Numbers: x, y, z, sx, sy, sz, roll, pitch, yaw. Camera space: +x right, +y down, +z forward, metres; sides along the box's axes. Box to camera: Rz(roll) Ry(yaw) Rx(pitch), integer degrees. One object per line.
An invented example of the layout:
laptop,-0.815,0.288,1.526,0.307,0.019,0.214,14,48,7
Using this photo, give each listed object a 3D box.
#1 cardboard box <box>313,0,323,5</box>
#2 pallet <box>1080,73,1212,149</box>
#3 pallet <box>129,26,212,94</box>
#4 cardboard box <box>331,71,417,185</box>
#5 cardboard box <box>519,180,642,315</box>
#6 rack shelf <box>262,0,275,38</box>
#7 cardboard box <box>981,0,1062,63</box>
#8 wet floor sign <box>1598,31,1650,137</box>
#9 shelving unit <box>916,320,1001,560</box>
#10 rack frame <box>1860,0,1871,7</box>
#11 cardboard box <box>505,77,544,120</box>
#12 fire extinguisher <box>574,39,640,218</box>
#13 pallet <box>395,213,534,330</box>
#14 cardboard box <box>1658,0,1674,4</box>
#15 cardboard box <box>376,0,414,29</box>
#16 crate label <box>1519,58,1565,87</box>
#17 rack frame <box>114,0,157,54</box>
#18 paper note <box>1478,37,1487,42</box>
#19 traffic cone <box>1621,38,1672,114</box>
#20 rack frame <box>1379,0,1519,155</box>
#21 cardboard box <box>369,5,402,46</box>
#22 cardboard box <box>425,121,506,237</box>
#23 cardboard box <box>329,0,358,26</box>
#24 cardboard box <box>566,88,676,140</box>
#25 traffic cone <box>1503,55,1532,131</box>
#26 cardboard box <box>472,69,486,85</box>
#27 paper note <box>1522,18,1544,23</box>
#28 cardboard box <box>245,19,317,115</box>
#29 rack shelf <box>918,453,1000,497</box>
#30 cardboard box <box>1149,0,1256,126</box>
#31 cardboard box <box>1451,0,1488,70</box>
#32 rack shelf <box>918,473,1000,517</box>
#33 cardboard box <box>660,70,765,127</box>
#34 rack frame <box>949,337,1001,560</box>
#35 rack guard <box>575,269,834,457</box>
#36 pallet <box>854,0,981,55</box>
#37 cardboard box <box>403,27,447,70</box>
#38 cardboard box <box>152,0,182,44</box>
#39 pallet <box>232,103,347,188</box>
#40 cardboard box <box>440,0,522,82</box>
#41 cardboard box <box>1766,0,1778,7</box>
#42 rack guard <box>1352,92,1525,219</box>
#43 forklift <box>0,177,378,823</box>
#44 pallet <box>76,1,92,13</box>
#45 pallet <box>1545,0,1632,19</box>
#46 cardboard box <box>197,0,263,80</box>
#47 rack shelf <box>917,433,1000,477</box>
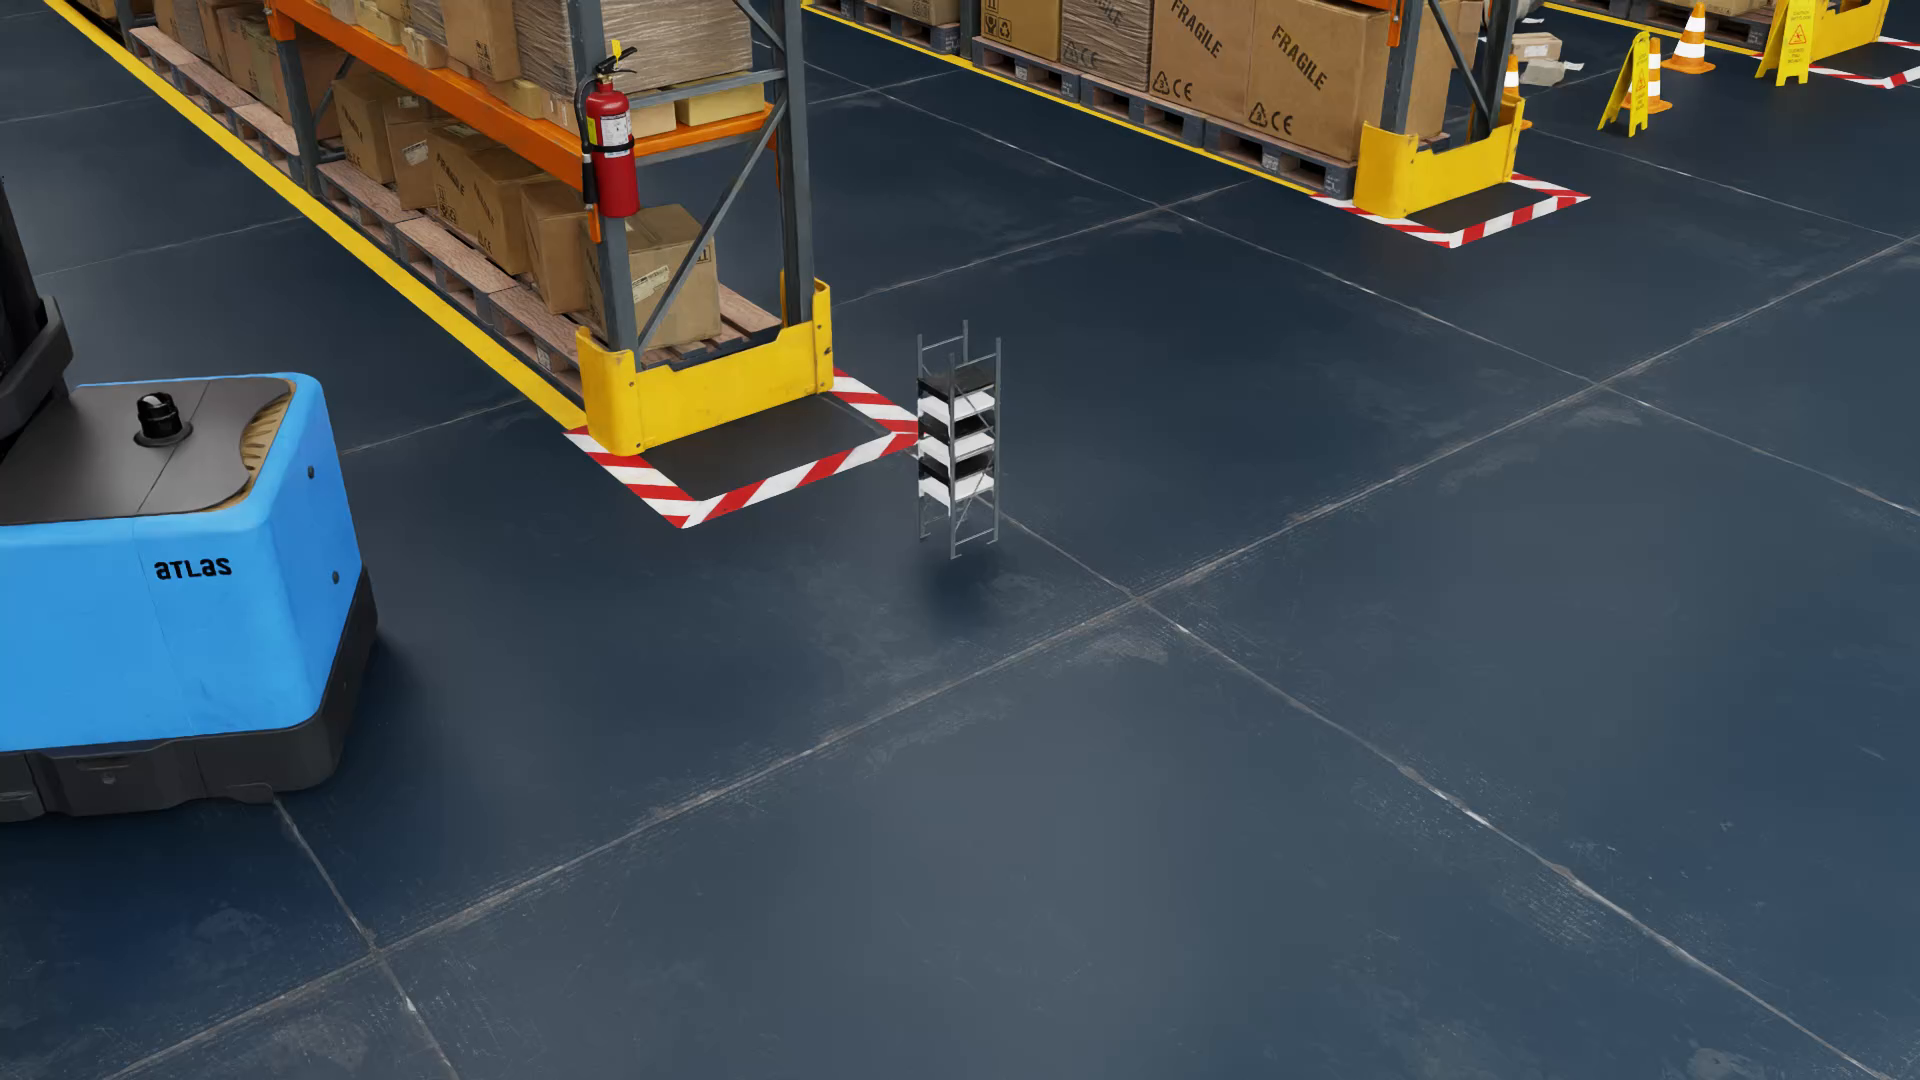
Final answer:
cardboard box,-3.336,-3.027,9.018,0.380,0.149,0.250,-22,38,-31
pallet,1.588,-3.051,11.462,1.003,0.211,1.213,-22,38,-31
pallet,-5.524,-3.680,12.476,1.003,0.211,1.213,-22,38,-31
cardboard box,-3.335,-2.461,9.840,0.500,0.500,0.500,-24,39,-33
cardboard box,-1.859,-1.477,8.256,0.500,0.500,0.500,-12,34,-19
rack shelf,-4.775,-4.052,11.113,1.077,0.370,4.000,-22,38,-31
cardboard box,0.761,-4.078,12.088,0.875,0.875,0.875,-22,38,-31
wet floor sign,4.466,-3.048,11.046,0.232,0.644,0.267,26,40,35
shelving unit,-0.005,-0.386,6.518,0.258,0.900,0.210,-22,38,-31
rack frame,6.732,-5.063,12.059,1.000,3.000,0.127,-22,38,-31
cardboard box,-1.781,-1.994,7.356,0.380,0.149,0.250,-22,38,-31
fire extinguisher,-1.390,-1.627,6.600,0.296,0.674,0.183,-22,38,-31
pallet,-2.357,-1.562,9.065,1.003,0.211,1.213,-22,38,-31
cardboard box,5.712,-4.542,13.428,0.500,0.250,0.500,-22,38,-31
cardboard box,-2.383,-2.868,8.148,0.875,0.500,0.500,-22,38,-31
crate label,4.250,-3.416,12.120,0.298,0.136,0.250,12,34,19
rack frame,-6.002,-5.191,12.265,1.000,3.000,0.127,-22,38,-31
paper note,4.178,-3.950,13.091,0.148,0.019,0.142,-10,33,-15
traffic cone,4.781,-3.247,11.539,0.336,0.463,0.334,-22,38,-31
rack frame,2.884,-3.420,9.413,1.000,3.000,0.127,-22,38,-31
cardboard box,-2.724,-2.610,8.347,0.380,0.149,0.250,-22,38,-31
cardboard box,-2.535,-1.991,9.084,0.500,0.500,0.500,-26,40,-35
cardboard box,-3.055,-2.808,8.666,0.380,0.149,0.250,-22,38,-31
cardboard box,-1.434,-1.802,7.047,0.380,0.149,0.250,-22,38,-31
traffic cone,3.680,-3.023,11.178,0.336,0.463,0.334,-22,38,-31
cardboard box,-2.042,-2.221,7.721,0.380,0.149,0.250,-22,38,-31
paper note,4.664,-4.231,13.533,0.148,0.019,0.142,18,36,27
cardboard box,-4.186,-3.117,10.877,0.700,0.500,0.500,-23,38,-32
rack shelf,-0.005,-0.281,6.583,0.258,0.077,0.200,-22,38,-31
cardboard box,1.875,-3.323,10.872,0.875,0.875,0.875,-23,39,-32
cardboard box,3.655,-3.916,12.578,0.637,0.503,0.797,6,32,10
rack shelf,-0.005,-0.204,6.631,0.258,0.077,0.200,-22,38,-31
cardboard box,-1.083,-1.946,7.278,0.380,0.149,0.250,-22,38,-31
rack frame,0.057,-0.343,6.450,0.240,0.900,0.006,-22,38,-31
rack guard,-1.143,-0.827,7.607,1.175,0.500,0.348,-22,38,-31
pallet,-0.102,-4.199,13.311,1.003,0.211,1.213,-22,38,-31
cardboard box,-2.437,-2.393,7.999,0.380,0.149,0.250,-22,38,-31
cardboard box,-5.575,-4.043,12.369,0.700,0.500,0.500,-25,39,-34
pallet,-4.028,-2.663,10.838,1.003,0.211,1.213,-22,38,-31
cardboard box,-1.813,-2.433,7.448,0.875,0.500,0.500,-22,38,-31
cardboard box,6.456,-4.499,13.359,0.500,0.250,0.500,-23,38,-32
rack guard,2.899,-2.348,10.056,1.175,0.500,0.348,-22,38,-31
forklift,-3.588,-0.555,4.865,3.031,2.935,1.130,-4,32,-7
pallet,-7.170,-4.868,14.387,1.003,0.211,1.213,-22,38,-31
pallet,5.471,-4.768,14.227,1.003,0.211,1.213,-22,38,-31
cardboard box,-4.872,-3.582,11.627,0.700,0.500,0.500,-19,37,-28
rack shelf,-0.005,-0.357,6.536,0.258,0.077,0.200,-22,38,-31
